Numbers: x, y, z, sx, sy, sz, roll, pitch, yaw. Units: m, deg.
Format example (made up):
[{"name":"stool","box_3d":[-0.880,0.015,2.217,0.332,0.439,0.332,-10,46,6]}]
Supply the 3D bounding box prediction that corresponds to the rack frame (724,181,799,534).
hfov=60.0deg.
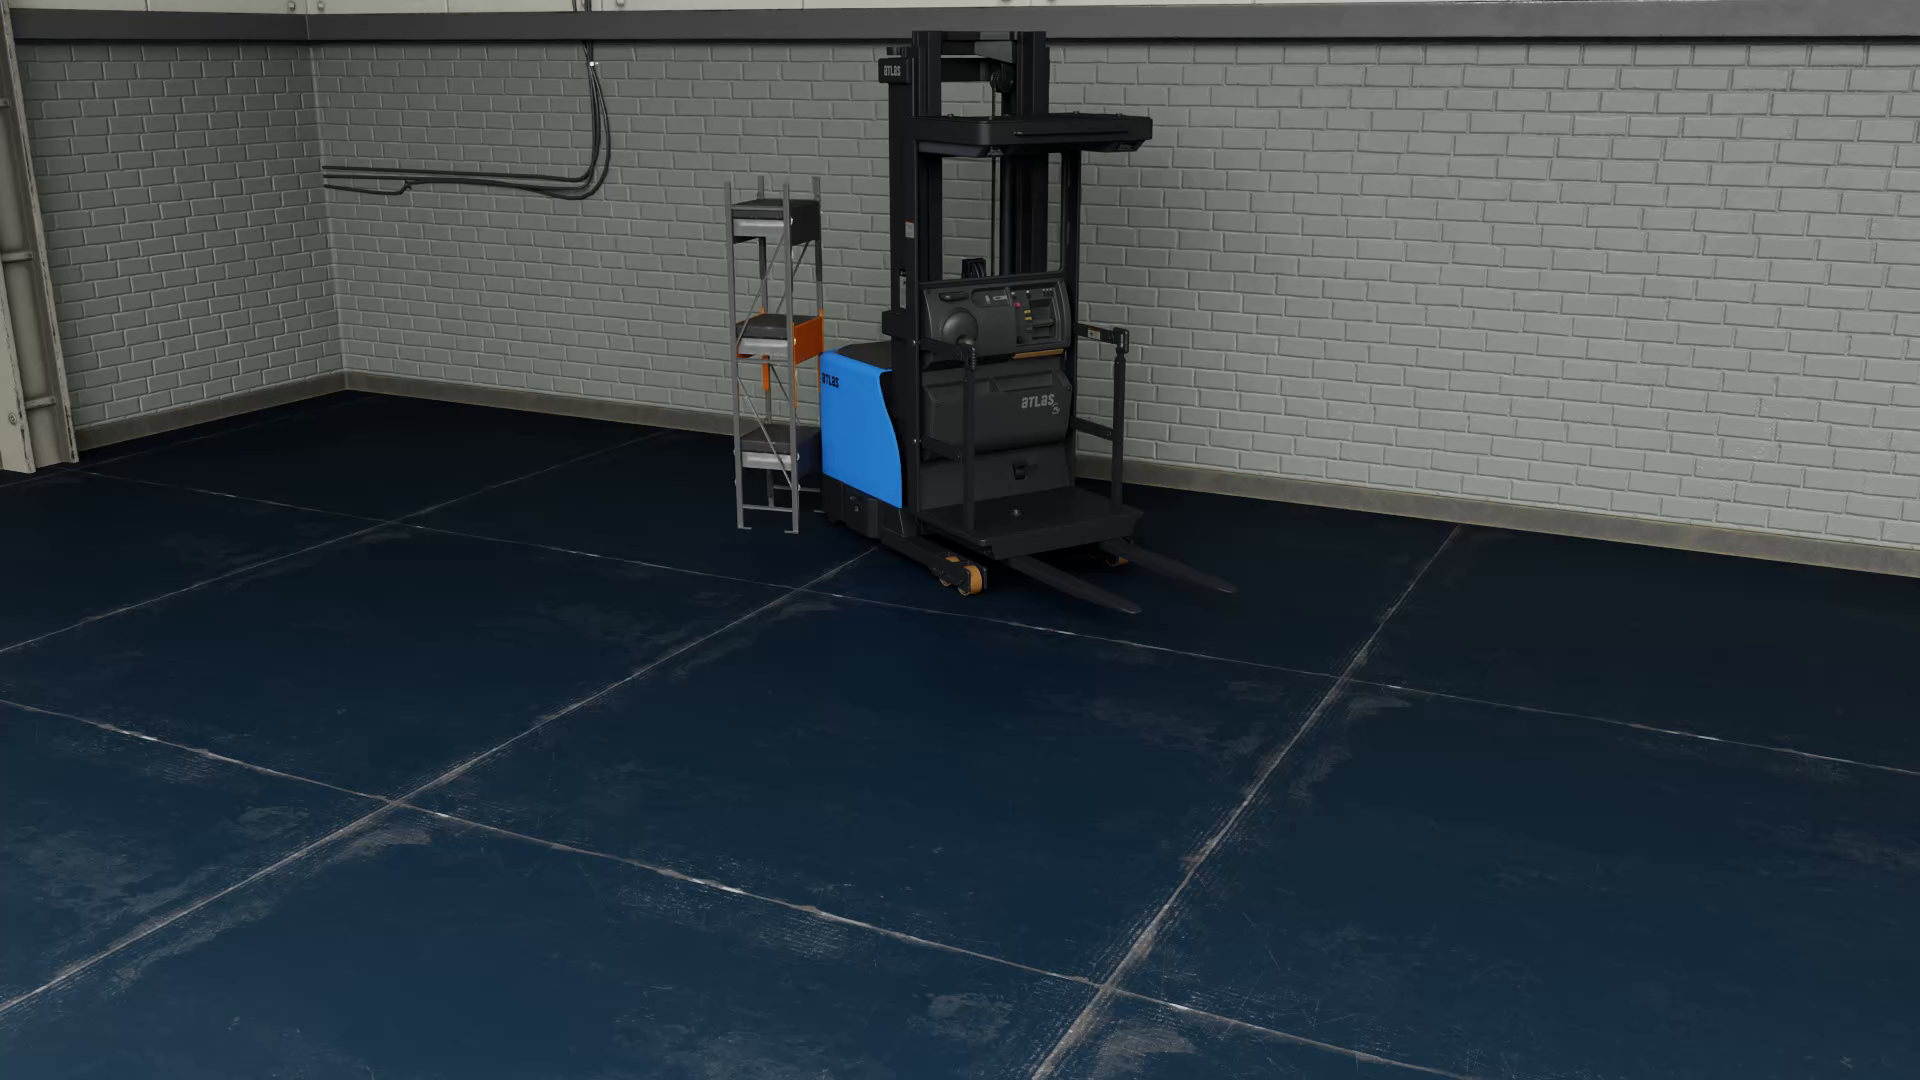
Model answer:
[{"name":"rack frame","box_3d":[-1.177,-1.062,9.913,0.400,2.100,0.015,5,17,16]}]

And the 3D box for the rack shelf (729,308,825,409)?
[{"name":"rack shelf","box_3d":[-1.107,-1.116,10.141,0.431,0.518,0.480,5,17,16]}]

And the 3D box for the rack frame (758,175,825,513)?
[{"name":"rack frame","box_3d":[-1.038,-1.195,10.361,0.400,2.100,0.015,5,17,16]}]

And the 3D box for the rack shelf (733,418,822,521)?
[{"name":"rack shelf","box_3d":[-1.108,-0.445,10.340,0.431,0.518,0.480,5,17,16]}]

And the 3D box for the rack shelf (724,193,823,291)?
[{"name":"rack shelf","box_3d":[-1.107,-1.787,9.942,0.431,0.518,0.480,5,17,16]}]

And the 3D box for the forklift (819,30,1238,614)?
[{"name":"forklift","box_3d":[0.327,-1.254,9.099,1.130,2.935,3.031,-10,19,-30]}]

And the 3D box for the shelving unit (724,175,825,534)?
[{"name":"shelving unit","box_3d":[-1.107,-1.129,10.137,0.431,2.100,0.503,5,17,16]}]

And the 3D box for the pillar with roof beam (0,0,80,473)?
[{"name":"pillar with roof beam","box_3d":[-2.686,-4.300,8.698,9.100,9.000,0.400,8,18,25]}]

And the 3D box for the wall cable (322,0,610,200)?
[{"name":"wall cable","box_3d":[-4.037,-3.942,12.944,3.097,2.526,0.112,8,18,25]}]
